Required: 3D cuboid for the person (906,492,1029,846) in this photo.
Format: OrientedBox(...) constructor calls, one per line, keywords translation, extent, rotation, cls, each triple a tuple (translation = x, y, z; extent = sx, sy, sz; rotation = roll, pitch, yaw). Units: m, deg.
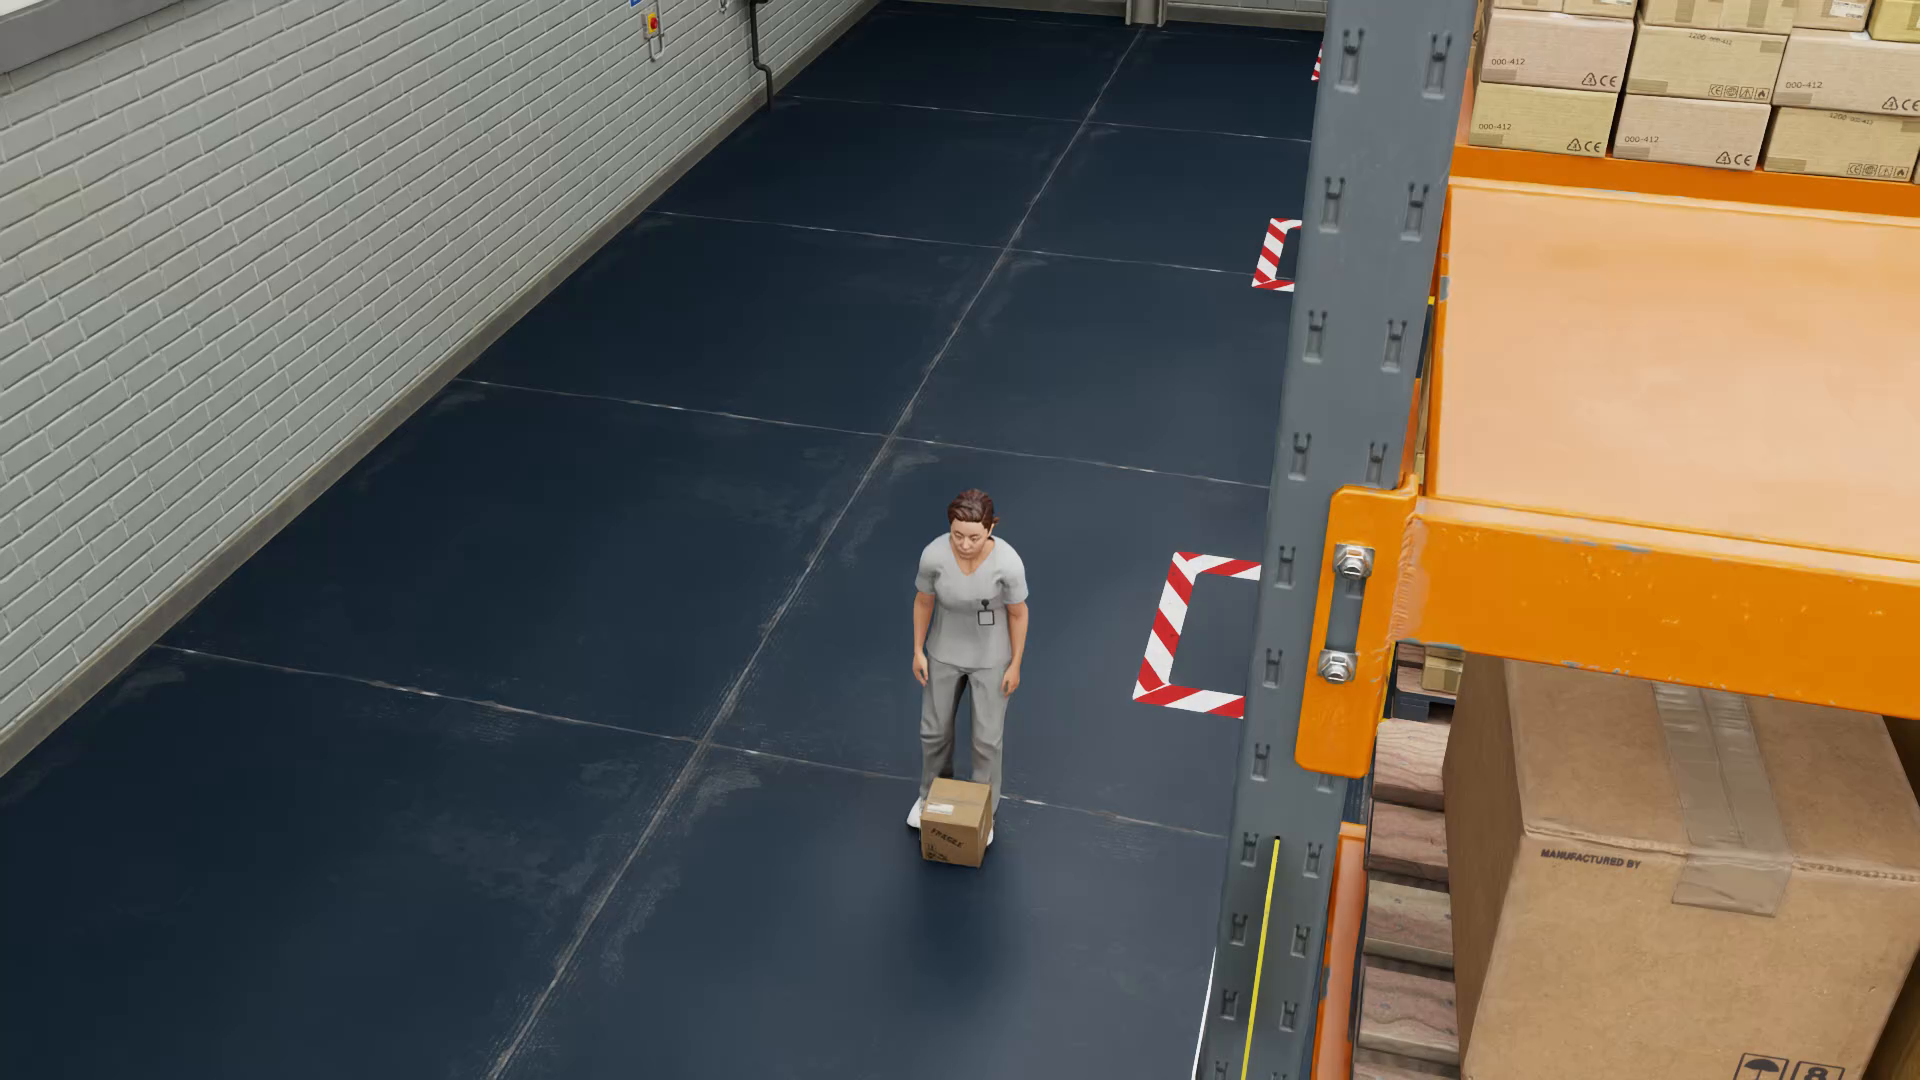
OrientedBox(translation=(0.029, 0.515, 6.862), extent=(0.493, 1.673, 0.405), rotation=(8, 34, 12), cls="person")
